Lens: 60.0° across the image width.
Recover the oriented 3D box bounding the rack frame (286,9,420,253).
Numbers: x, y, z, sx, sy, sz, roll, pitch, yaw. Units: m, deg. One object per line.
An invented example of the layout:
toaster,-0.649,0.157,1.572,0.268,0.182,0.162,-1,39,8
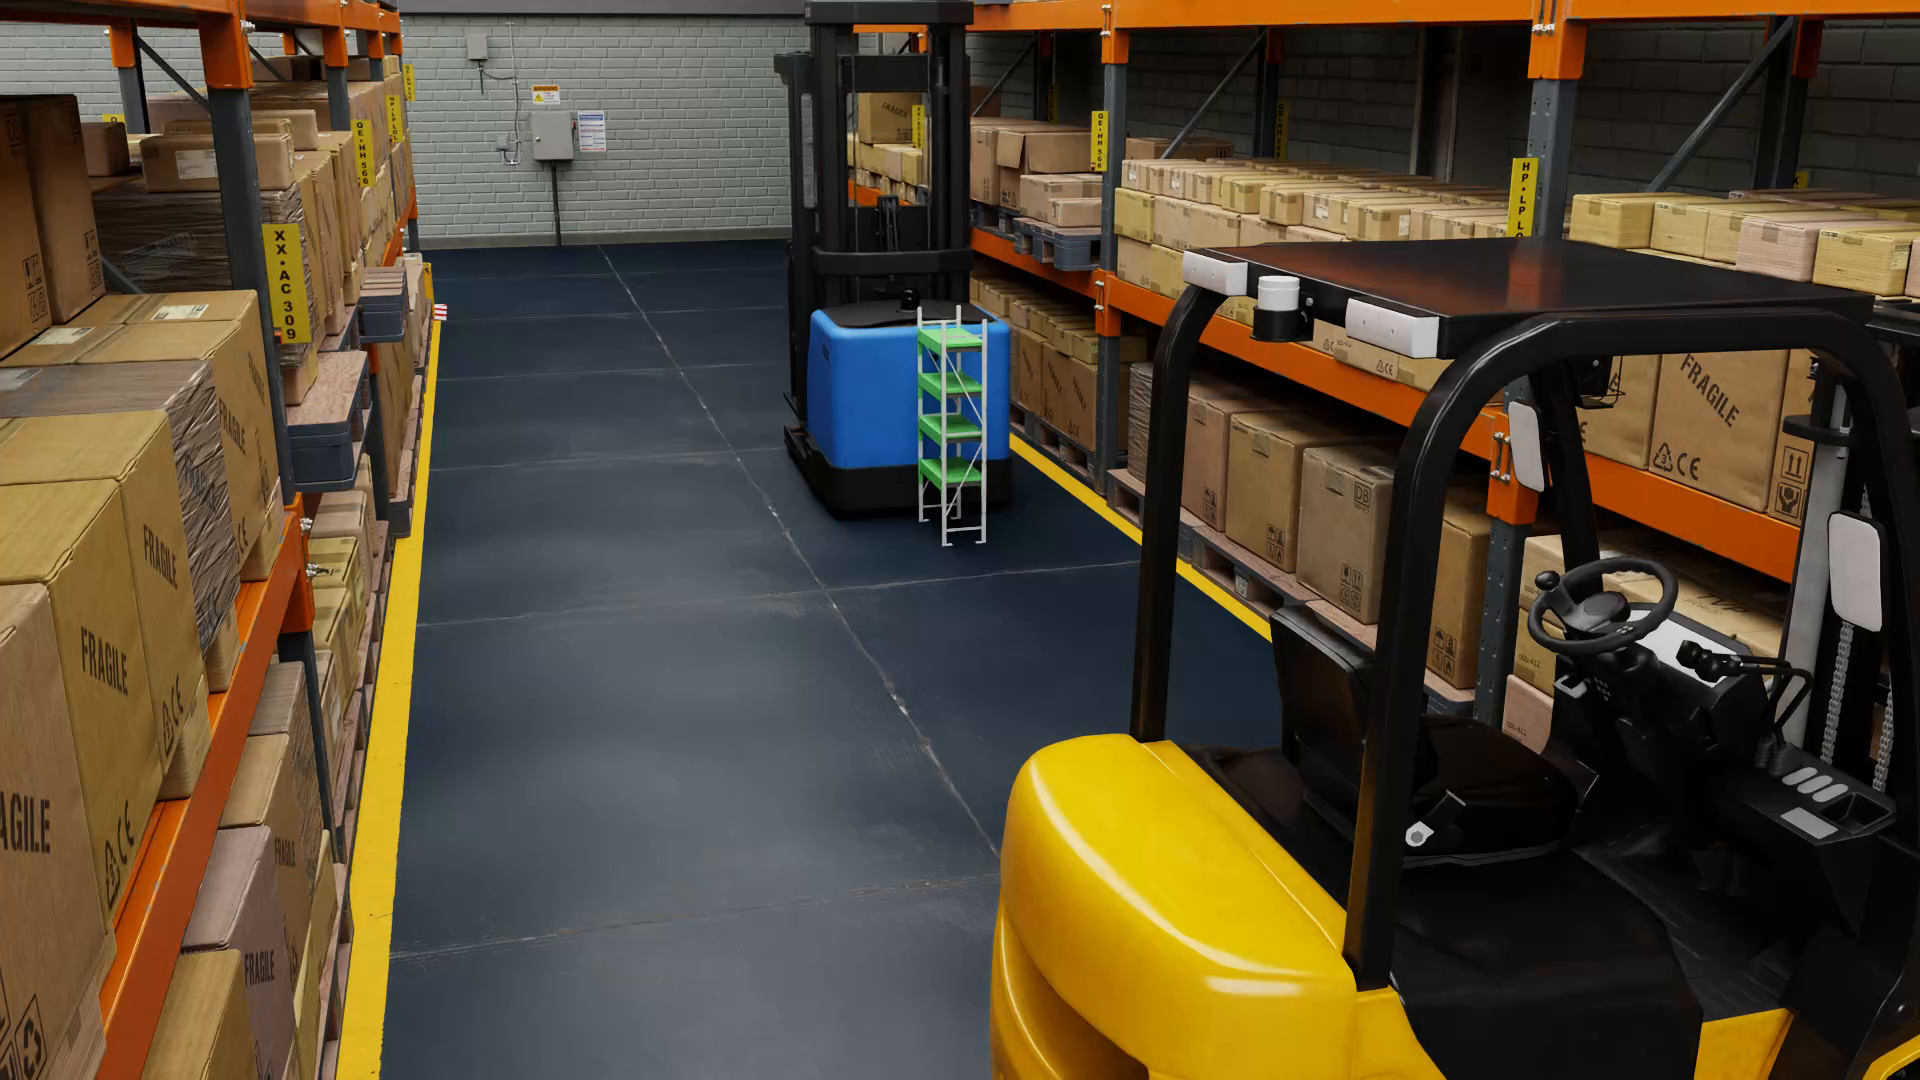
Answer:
rack frame,-5.673,-3.563,15.600,1.000,3.000,0.127,-5,17,-15

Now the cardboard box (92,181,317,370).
cardboard box,-2.228,-0.788,4.939,0.500,0.500,0.500,-4,17,-14

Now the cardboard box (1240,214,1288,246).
cardboard box,1.612,-1.345,7.608,0.500,0.250,0.500,-4,17,-14

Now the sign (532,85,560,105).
sign,-5.295,-5.695,21.262,0.339,0.242,0.001,-5,17,-15

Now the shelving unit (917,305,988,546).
shelving unit,-0.046,-0.620,8.932,0.258,1.200,0.503,-5,17,-15

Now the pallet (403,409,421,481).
pallet,-3.950,-0.576,10.501,1.003,0.211,1.213,-5,17,-15

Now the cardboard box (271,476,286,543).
cardboard box,-1.994,-0.059,4.370,0.380,0.149,0.250,-5,17,-16

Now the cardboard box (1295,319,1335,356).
cardboard box,1.756,-0.963,7.203,0.500,0.250,0.500,-5,17,-15

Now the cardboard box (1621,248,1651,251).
cardboard box,2.231,-0.887,5.389,0.380,0.149,0.250,-5,17,-16

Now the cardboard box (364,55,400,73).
cardboard box,-5.137,-4.184,14.627,0.380,0.149,0.250,-5,17,-16

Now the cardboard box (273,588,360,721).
cardboard box,-2.723,0.470,6.011,0.950,0.372,0.625,-4,17,-12

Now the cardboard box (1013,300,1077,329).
cardboard box,0.580,-1.544,11.365,0.380,0.149,0.250,-6,18,-18

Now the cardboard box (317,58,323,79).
cardboard box,-4.608,-3.539,12.480,0.380,0.149,0.250,-5,17,-16

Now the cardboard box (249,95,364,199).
cardboard box,-3.375,-2.033,8.593,0.500,0.500,0.500,-5,18,-17

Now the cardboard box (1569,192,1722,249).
cardboard box,2.199,-1.027,5.337,0.380,0.149,0.250,-4,17,-14

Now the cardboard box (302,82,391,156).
cardboard box,-4.210,-2.880,11.413,0.500,0.500,0.500,-4,17,-13

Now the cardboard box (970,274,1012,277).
cardboard box,0.191,-1.974,12.797,0.380,0.149,0.250,-5,17,-17

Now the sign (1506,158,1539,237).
sign,1.877,-1.108,5.553,0.100,0.325,0.005,-5,17,-15

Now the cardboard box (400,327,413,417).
cardboard box,-4.071,-1.226,10.782,0.875,0.875,0.875,-4,17,-14

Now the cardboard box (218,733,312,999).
cardboard box,-1.813,0.796,3.835,0.500,0.500,0.500,-4,17,-14

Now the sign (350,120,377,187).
sign,-2.955,-1.912,8.229,0.100,0.325,0.005,-5,17,-15

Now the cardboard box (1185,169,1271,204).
cardboard box,1.355,-1.777,8.351,0.380,0.149,0.250,-4,17,-15

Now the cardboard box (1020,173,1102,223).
cardboard box,0.696,-2.139,10.390,0.500,0.250,0.500,-6,18,-18

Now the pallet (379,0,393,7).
pallet,-5.120,-4.415,13.375,1.003,0.211,1.213,-5,17,-15

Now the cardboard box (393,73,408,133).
cardboard box,-5.140,-3.833,14.587,0.500,0.500,0.500,-5,17,-15

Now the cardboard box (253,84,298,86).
cardboard box,-4.563,-2.700,10.816,0.500,0.500,0.500,-5,17,-16

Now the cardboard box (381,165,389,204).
cardboard box,-3.926,-2.241,10.590,0.500,0.250,0.500,-4,17,-14

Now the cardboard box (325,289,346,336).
cardboard box,-2.555,-0.865,6.325,0.380,0.149,0.250,-4,17,-13

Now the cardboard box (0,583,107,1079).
cardboard box,-1.285,0.376,1.794,0.500,0.500,0.500,-4,17,-14

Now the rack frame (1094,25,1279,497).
rack frame,1.297,-1.744,9.543,1.000,3.000,0.127,-5,17,-15

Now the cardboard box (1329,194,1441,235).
cardboard box,1.772,-1.354,6.945,0.380,0.149,0.250,-5,17,-17

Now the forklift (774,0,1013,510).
forklift,-0.535,-1.952,10.356,1.130,2.935,3.031,-4,17,-13

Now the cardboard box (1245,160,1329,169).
cardboard box,1.760,-1.965,8.977,0.380,0.149,0.250,-4,17,-14

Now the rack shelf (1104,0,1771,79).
rack shelf,1.847,-2.283,7.373,1.077,0.370,4.000,-5,17,-15

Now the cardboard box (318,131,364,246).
cardboard box,-3.082,-1.638,7.770,0.500,0.500,0.500,-5,17,-17

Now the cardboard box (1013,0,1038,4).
cardboard box,0.646,-3.509,10.465,0.500,0.250,0.500,-5,17,-15

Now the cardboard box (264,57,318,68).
cardboard box,-5.255,-3.713,13.059,0.380,0.149,0.250,-5,17,-16

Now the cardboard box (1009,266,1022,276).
cardboard box,0.576,-2.086,13.169,0.380,0.149,0.250,-5,18,-17

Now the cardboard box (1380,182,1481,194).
cardboard box,2.132,-1.535,7.548,0.380,0.149,0.250,-5,17,-15

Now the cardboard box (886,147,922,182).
cardboard box,-0.329,-3.180,14.067,0.500,0.250,0.500,-5,17,-15

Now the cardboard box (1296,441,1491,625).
cardboard box,2.036,-0.060,7.335,0.875,0.625,0.625,-5,17,-16

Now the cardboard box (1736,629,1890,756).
cardboard box,2.506,0.437,4.594,0.500,0.250,0.500,-4,17,-13

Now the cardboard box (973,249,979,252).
cardboard box,0.099,-2.192,13.005,0.380,0.149,0.250,-5,17,-16

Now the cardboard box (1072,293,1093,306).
cardboard box,1.013,-1.659,11.748,0.380,0.149,0.250,-5,18,-17

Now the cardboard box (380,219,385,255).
cardboard box,-3.803,-1.856,10.178,0.500,0.250,0.500,-5,17,-15

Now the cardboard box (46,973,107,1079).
cardboard box,-1.274,0.650,2.010,0.380,0.149,0.250,-4,17,-14

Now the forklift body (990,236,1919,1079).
forklift body,1.220,0.495,3.564,2.313,2.155,1.214,-5,17,-15

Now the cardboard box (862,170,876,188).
cardboard box,-0.677,-3.292,15.134,0.380,0.149,0.250,-4,17,-14

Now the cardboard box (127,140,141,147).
cardboard box,-3.423,-1.455,7.162,0.500,0.500,0.500,-4,17,-12

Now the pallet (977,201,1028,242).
pallet,0.758,-2.189,11.360,1.003,0.211,1.213,-5,17,-15

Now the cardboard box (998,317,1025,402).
cardboard box,0.540,-1.274,11.593,0.500,0.500,0.500,-5,18,-17

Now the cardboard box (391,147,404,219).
cardboard box,-4.451,-2.655,12.403,0.500,0.500,0.500,-4,17,-13

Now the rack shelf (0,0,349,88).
rack shelf,-2.925,-1.889,6.063,1.077,0.370,4.000,-5,17,-15

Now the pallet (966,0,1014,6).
pallet,0.597,-3.724,11.249,1.213,0.211,1.003,-5,17,-15

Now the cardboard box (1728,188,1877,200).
cardboard box,2.775,-1.074,5.494,0.380,0.149,0.250,-5,17,-15

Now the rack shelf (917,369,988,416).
rack shelf,-0.046,-0.789,8.881,0.258,0.148,0.480,-5,17,-15

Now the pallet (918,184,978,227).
pallet,0.312,-2.528,12.489,1.003,0.211,1.213,-5,17,-15
